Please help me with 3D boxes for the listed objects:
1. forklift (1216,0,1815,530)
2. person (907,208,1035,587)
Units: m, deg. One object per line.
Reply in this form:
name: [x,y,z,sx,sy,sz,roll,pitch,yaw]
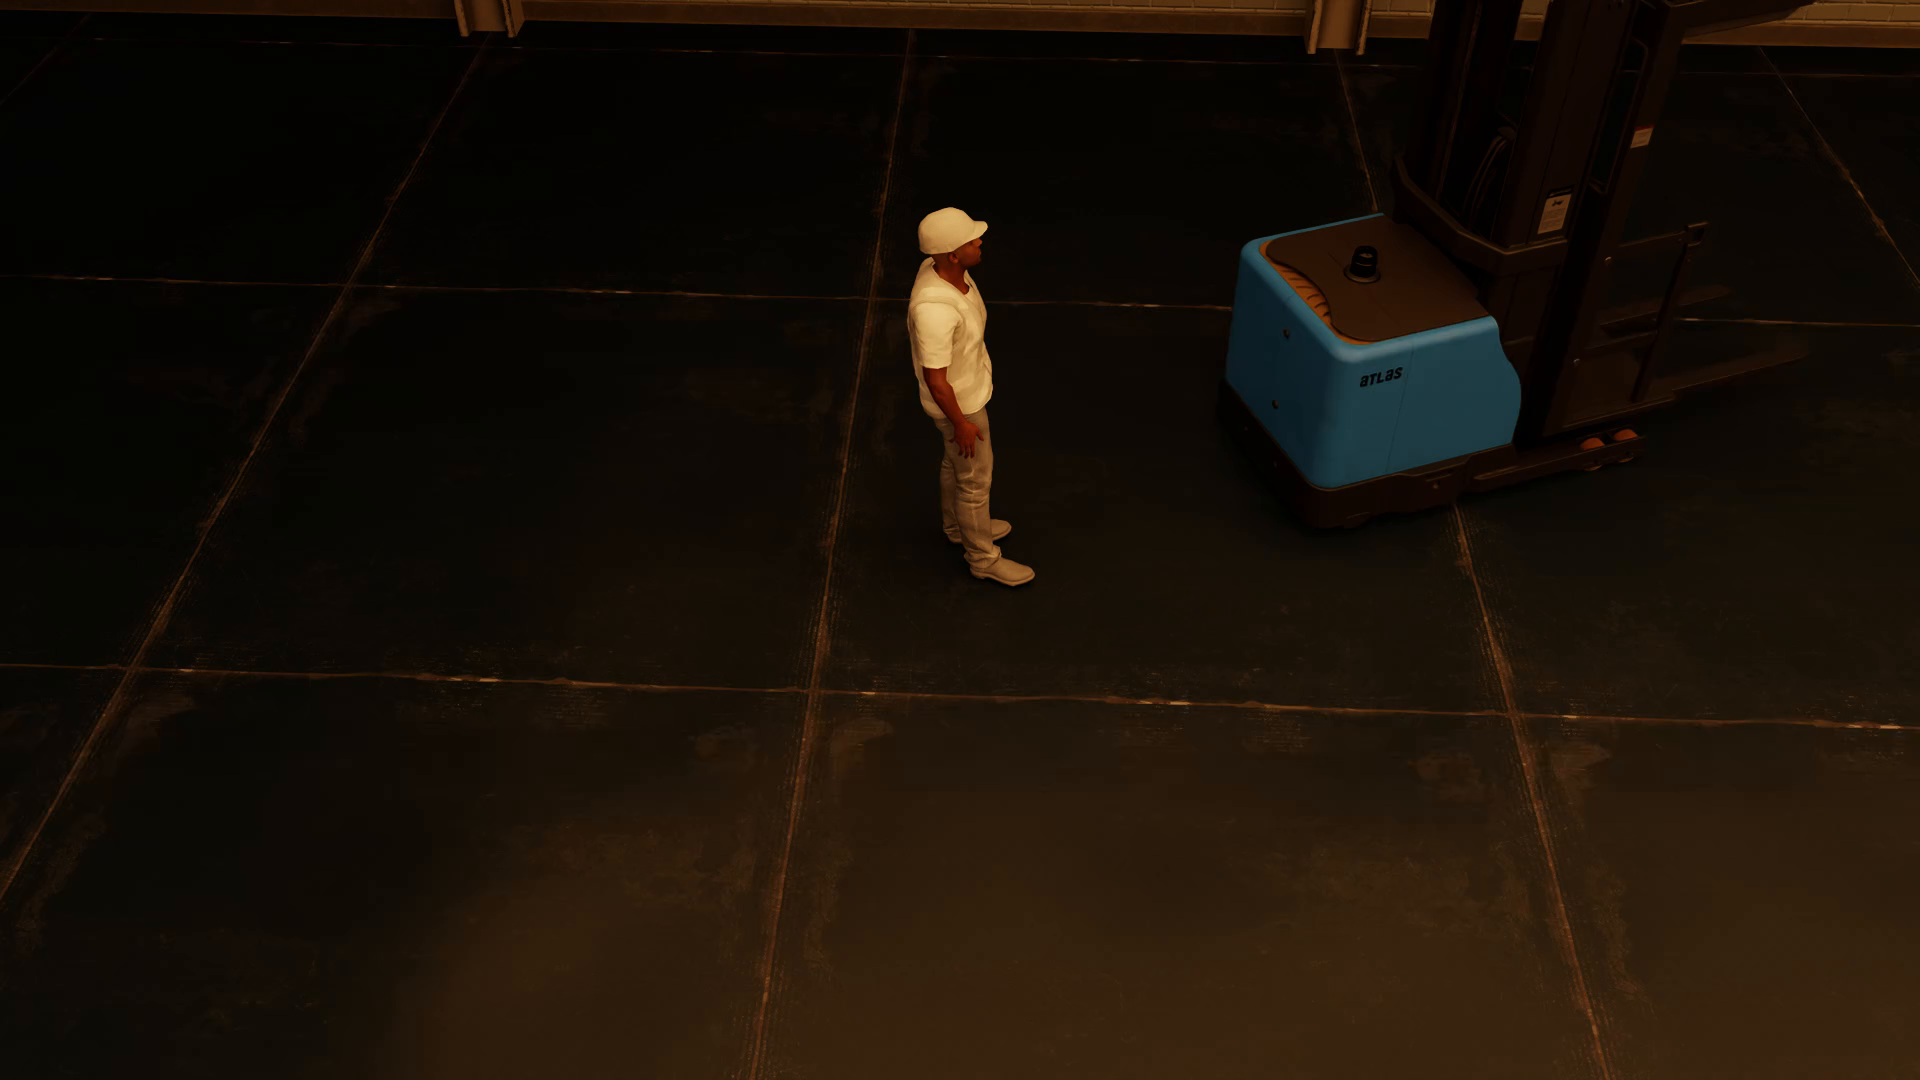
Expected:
forklift: [2.887,-1.746,7.655,3.031,2.935,1.130,-14,44,-15]
person: [0.069,-0.651,7.309,0.577,1.765,0.666,2,42,2]
